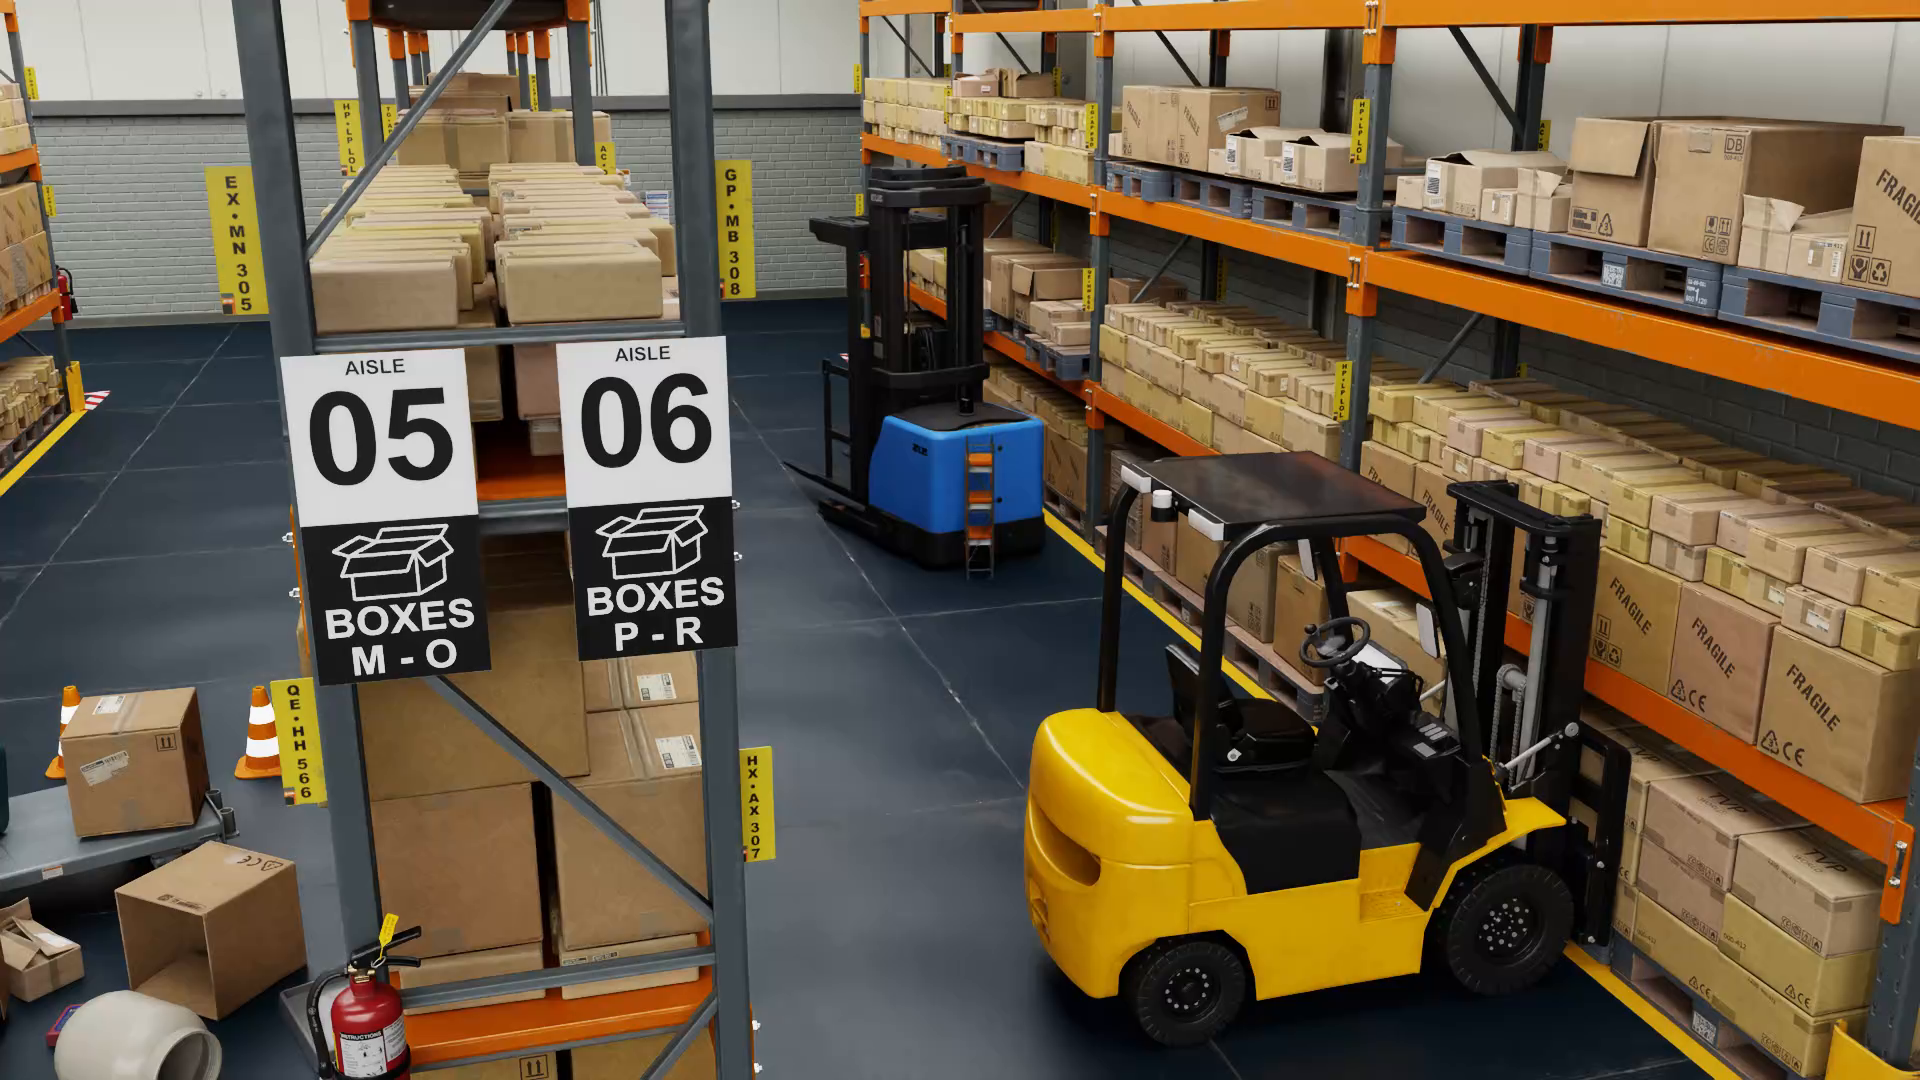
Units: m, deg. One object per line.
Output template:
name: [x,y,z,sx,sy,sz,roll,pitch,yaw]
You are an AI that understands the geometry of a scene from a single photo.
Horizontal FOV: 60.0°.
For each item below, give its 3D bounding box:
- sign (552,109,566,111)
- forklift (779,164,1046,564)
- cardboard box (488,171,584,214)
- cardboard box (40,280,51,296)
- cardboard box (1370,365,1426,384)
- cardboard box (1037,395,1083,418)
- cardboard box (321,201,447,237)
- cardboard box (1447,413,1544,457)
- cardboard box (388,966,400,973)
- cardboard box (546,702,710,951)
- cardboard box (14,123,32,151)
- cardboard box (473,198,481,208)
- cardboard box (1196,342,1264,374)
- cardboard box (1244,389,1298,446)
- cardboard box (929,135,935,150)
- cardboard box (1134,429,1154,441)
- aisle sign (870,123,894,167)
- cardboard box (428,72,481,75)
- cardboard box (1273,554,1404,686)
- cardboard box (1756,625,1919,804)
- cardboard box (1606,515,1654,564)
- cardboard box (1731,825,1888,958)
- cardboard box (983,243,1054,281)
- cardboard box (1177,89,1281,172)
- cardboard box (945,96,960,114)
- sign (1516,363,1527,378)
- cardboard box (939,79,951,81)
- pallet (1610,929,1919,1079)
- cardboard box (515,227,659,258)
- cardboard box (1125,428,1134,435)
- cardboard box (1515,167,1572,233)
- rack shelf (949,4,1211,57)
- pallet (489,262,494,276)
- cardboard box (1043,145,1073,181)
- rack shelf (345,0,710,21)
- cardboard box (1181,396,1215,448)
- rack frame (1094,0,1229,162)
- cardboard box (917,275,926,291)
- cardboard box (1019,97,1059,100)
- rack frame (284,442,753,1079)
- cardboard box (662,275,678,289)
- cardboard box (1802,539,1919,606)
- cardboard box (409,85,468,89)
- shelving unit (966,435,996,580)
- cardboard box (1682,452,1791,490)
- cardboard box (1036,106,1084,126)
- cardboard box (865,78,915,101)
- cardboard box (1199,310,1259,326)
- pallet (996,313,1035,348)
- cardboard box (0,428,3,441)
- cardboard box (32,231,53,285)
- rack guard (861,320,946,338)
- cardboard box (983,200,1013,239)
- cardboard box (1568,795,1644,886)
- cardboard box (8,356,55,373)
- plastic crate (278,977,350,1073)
sign: [-2.741,-2.781,11.382,0.100,0.325,0.005,-5,17,-15]
forklift: [-0.545,-1.591,13.655,1.130,2.935,3.031,-10,20,-31]
cardboard box: [-1.736,-1.431,6.837,0.380,0.149,0.250,-4,17,-14]
cardboard box: [-9.832,-2.660,17.529,0.380,0.149,0.250,-5,17,-15]
cardboard box: [2.626,-0.961,10.137,0.380,0.149,0.250,-5,17,-15]
cardboard box: [0.896,-1.174,14.633,0.380,0.149,0.250,-5,17,-16]
cardboard box: [-1.895,-1.031,5.507,0.380,0.149,0.250,-4,17,-14]
cardboard box: [2.619,-0.516,8.138,0.380,0.149,0.250,-4,17,-14]
cardboard box: [-1.549,1.131,4.909,0.380,0.149,0.250,-5,17,-16]
cardboard box: [-0.928,0.815,4.833,0.500,0.500,0.500,-5,17,-16]
cardboard box: [-9.814,-4.108,16.959,0.500,0.250,0.500,-5,17,-16]
cardboard box: [-2.306,-1.312,7.134,0.500,0.250,0.500,-5,17,-16]
cardboard box: [1.773,-1.195,10.915,0.380,0.149,0.250,-5,17,-17]
cardboard box: [2.078,-0.766,10.180,0.500,0.250,0.500,-5,17,-17]
cardboard box: [-0.103,-4.089,17.074,0.380,0.149,0.250,-4,17,-13]
cardboard box: [1.665,-0.931,13.825,0.380,0.149,0.250,-4,17,-12]
aisle sign: [-0.991,-4.901,20.036,0.394,0.787,0.004,-5,17,-15]
cardboard box: [-5.052,-4.431,16.698,0.500,0.500,0.500,-4,17,-14]
cardboard box: [2.453,0.452,10.133,0.875,0.625,0.625,-4,17,-13]
cardboard box: [3.319,0.602,6.060,0.500,0.500,0.500,-5,17,-16]
cardboard box: [2.966,-0.020,7.003,0.380,0.149,0.250,-5,17,-15]
cardboard box: [3.280,1.299,6.224,0.500,0.250,0.500,-4,17,-13]
cardboard box: [0.469,-2.508,15.685,0.700,0.500,0.500,-5,17,-15]
cardboard box: [1.753,-2.680,10.868,0.500,0.500,0.500,-4,17,-14]
cardboard box: [0.069,-4.144,15.837,0.380,0.149,0.250,-4,17,-14]
sign: [3.141,-0.838,9.385,0.100,0.325,0.005,-5,17,-15]
cardboard box: [-0.006,-5.021,18.613,0.500,0.250,0.500,-5,17,-15]
pallet: [3.456,1.892,6.785,1.003,0.211,1.213,-5,17,-15]
cardboard box: [-1.060,-0.796,4.726,0.380,0.149,0.250,-5,17,-15]
cardboard box: [1.546,-0.728,14.275,0.500,0.500,0.500,-5,17,-15]
cardboard box: [2.723,-1.528,7.440,0.396,0.266,0.258,-5,17,-17]
rack shelf: [0.959,-4.338,14.197,1.077,0.370,4.000,-5,17,-15]
pallet: [-2.231,-1.474,8.256,1.213,0.211,1.003,-5,17,-15]
cardboard box: [0.995,-3.074,13.519,0.500,0.250,0.500,-5,17,-15]
rack shelf: [-1.614,-1.922,5.463,1.077,0.370,4.000,-5,17,-15]
cardboard box: [1.818,-0.809,11.191,0.500,0.250,0.500,-4,17,-13]
rack frame: [1.508,-4.321,12.194,1.000,3.000,0.127,-5,17,-15]
cardboard box: [-0.252,-2.785,17.947,0.380,0.149,0.250,-5,17,-16]
cardboard box: [0.773,-4.050,15.523,0.380,0.149,0.250,-5,17,-16]
rack frame: [-1.065,1.159,4.381,1.000,3.000,0.127,-5,17,-15]
cardboard box: [-1.076,-0.649,4.927,0.500,0.250,0.500,-5,17,-16]
cardboard box: [3.308,0.116,6.033,0.380,0.149,0.250,-5,17,-15]
cardboard box: [-4.399,-3.579,14.036,0.500,0.500,0.500,-5,17,-16]
shelving unit: [0.156,-0.243,12.435,0.215,1.050,0.252,0,17,1]
cardboard box: [3.422,-0.276,7.337,0.380,0.149,0.250,-5,17,-15]
cardboard box: [0.844,-3.507,13.749,0.380,0.149,0.250,-5,17,-16]
cardboard box: [-0.810,-5.265,19.425,0.500,0.250,0.500,-5,17,-16]
cardboard box: [1.984,-1.592,12.237,0.380,0.149,0.250,-5,17,-15]
pallet: [0.969,-1.893,14.874,1.003,0.211,1.213,-5,17,-15]
cardboard box: [-9.302,-0.979,15.724,0.380,0.149,0.250,-5,18,-18]
cardboard box: [-9.823,-2.934,17.315,0.500,0.500,0.500,-4,17,-14]
rack guard: [-0.669,-2.442,20.714,1.175,0.500,0.348,-5,17,-15]
cardboard box: [0.256,-3.417,18.053,0.500,0.500,0.500,-5,17,-17]
cardboard box: [2.983,1.251,7.254,0.500,0.250,0.500,-5,17,-17]
cardboard box: [-9.804,-1.842,17.562,0.380,0.149,0.250,-4,17,-15]
plastic crate: [-2.521,1.950,6.822,0.402,0.080,0.583,-12,20,-34]
